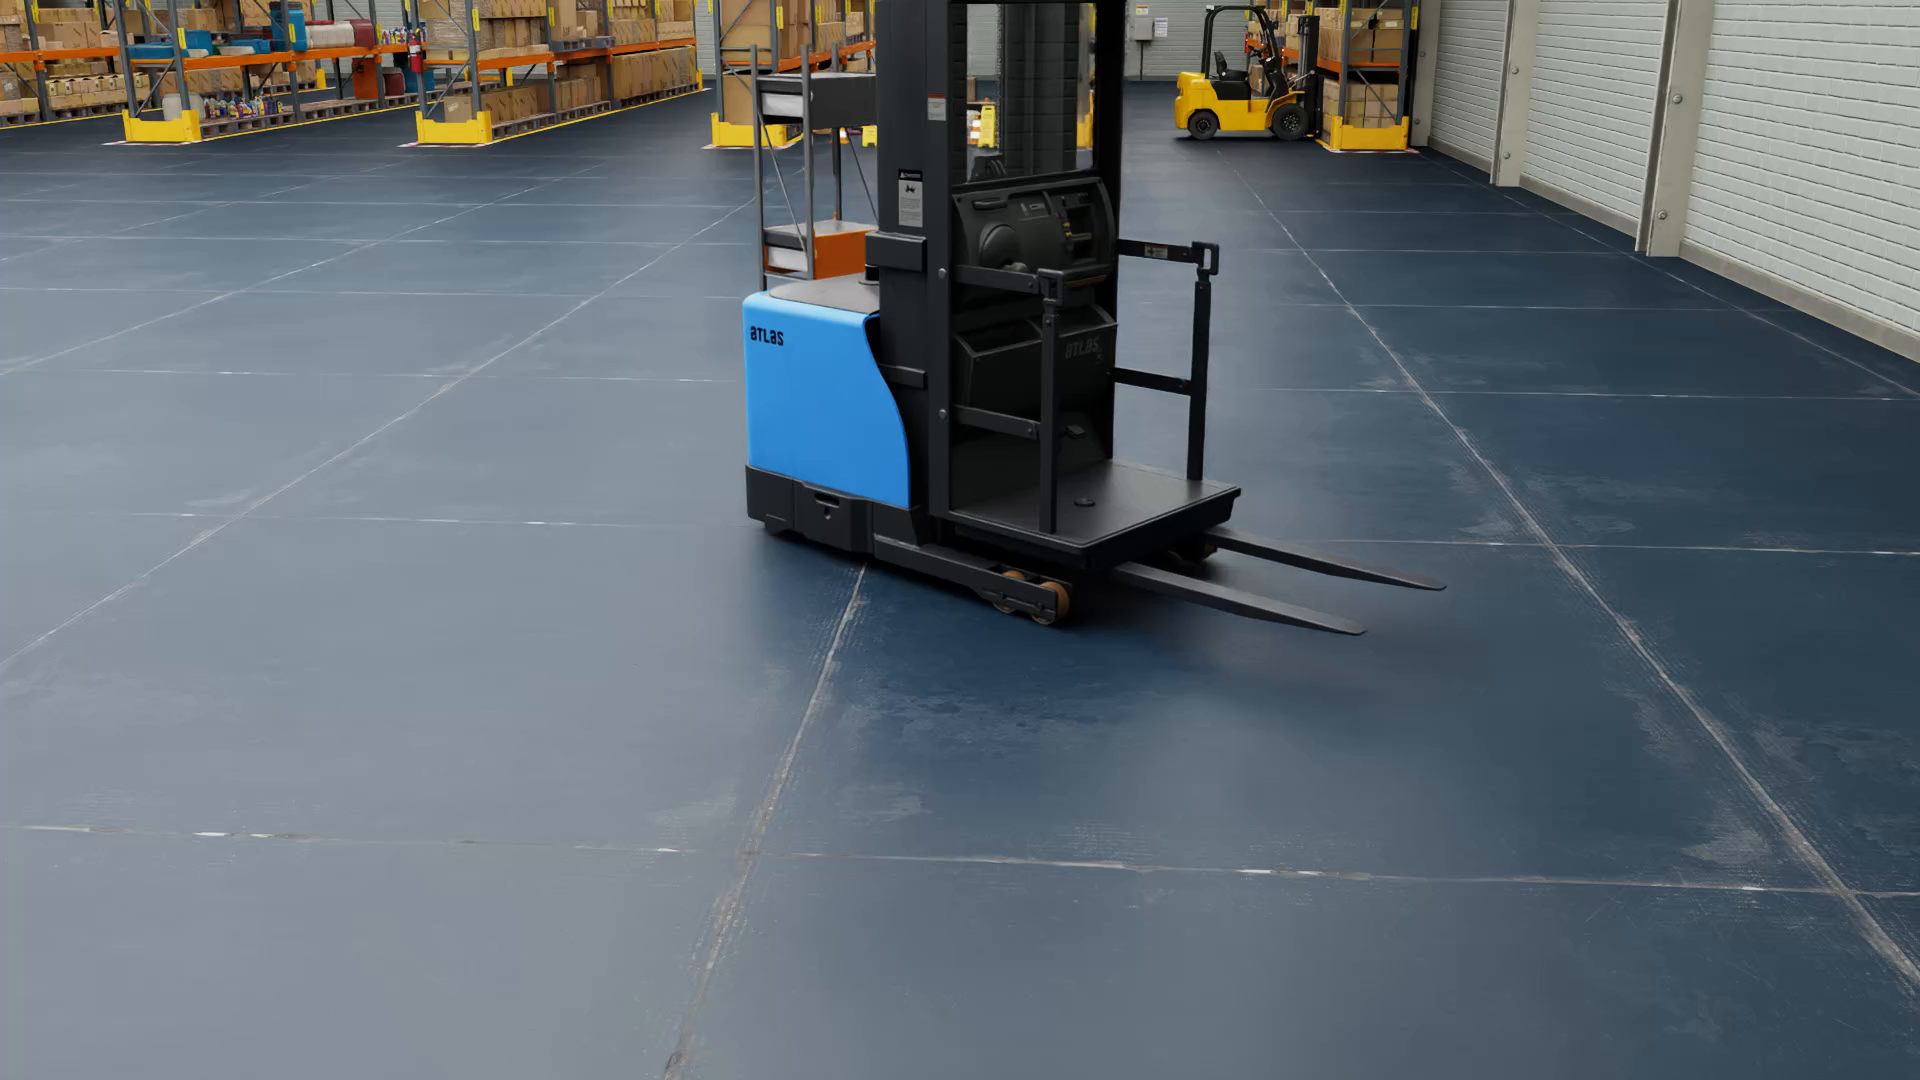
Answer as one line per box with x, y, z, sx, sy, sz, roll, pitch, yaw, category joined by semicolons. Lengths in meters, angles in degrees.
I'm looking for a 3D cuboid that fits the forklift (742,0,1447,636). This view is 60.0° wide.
0.467;-1.249;6.526;3.031;2.935;1.130;16;24;39;forklift

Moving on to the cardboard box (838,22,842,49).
-2.638;-10.075;33.192;0.500;0.500;0.500;1;18;4;cardboard box

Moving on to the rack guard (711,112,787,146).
-3.412;-6.648;26.909;1.175;0.500;0.348;1;18;4;rack guard

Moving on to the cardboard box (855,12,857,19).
-2.463;-11.483;36.423;0.380;0.149;0.250;1;18;2;cardboard box

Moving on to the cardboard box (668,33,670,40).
-7.083;-11.923;39.396;0.380;0.149;0.250;1;18;2;cardboard box

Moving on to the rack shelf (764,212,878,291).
-0.642;-1.271;7.973;0.480;0.518;0.431;-17;25;-42;rack shelf

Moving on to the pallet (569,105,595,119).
-7.924;-8.525;33.100;1.003;0.211;1.213;1;18;4;pallet

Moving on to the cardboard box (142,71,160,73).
-17.824;-10.009;36.461;0.500;0.500;0.500;2;18;6;cardboard box

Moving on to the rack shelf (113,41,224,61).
-17.514;-10.972;37.245;1.077;0.370;4.000;1;18;4;rack shelf

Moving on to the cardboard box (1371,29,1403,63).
6.798;-7.850;26.402;0.500;0.500;0.500;2;18;6;cardboard box

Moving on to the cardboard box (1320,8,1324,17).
6.394;-9.061;28.580;0.380;0.149;0.250;2;18;5;cardboard box

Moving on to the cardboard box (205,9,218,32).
-17.628;-12.040;38.514;0.700;0.500;0.500;-5;19;-15;cardboard box

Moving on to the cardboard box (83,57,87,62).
-22.237;-12.116;41.880;0.380;0.149;0.250;2;18;5;cardboard box

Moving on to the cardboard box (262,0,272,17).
-16.982;-12.917;40.261;0.500;0.500;0.500;1;18;2;cardboard box

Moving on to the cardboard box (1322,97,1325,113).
6.271;-7.260;27.700;0.500;0.250;0.500;1;18;3;cardboard box

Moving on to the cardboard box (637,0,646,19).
-7.528;-12.038;37.573;0.797;0.503;0.637;1;18;2;cardboard box

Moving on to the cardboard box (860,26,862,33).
-2.399;-11.442;37.254;0.380;0.149;0.250;1;18;4;cardboard box

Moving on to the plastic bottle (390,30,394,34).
-12.758;-11.338;37.407;0.152;0.276;0.135;1;18;4;plastic bottle

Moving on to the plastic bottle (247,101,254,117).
-12.803;-7.765;29.979;0.097;0.271;0.097;0;18;0;plastic bottle

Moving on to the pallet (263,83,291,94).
-17.236;-11.203;41.274;1.003;0.211;1.213;1;18;4;pallet

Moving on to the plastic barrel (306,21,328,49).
-12.664;-9.923;32.671;0.433;0.535;0.433;0;18;0;plastic barrel

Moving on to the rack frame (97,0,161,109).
-17.657;-10.692;35.238;1.000;3.000;0.127;1;18;4;rack frame

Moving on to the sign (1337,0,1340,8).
7.613;-10.678;33.335;0.100;0.325;0.005;1;18;4;sign

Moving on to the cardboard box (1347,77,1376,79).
6.859;-7.793;28.526;0.500;0.250;0.500;1;18;4;cardboard box

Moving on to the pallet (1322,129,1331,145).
6.498;-6.568;27.129;1.003;0.211;1.213;1;18;4;pallet

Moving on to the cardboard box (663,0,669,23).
-7.158;-12.435;39.114;0.500;0.500;0.500;1;18;4;cardboard box

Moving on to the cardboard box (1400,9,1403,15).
6.804;-8.333;26.355;0.380;0.149;0.250;2;18;6;cardboard box

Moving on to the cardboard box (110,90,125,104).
-17.524;-9.100;34.120;0.500;0.250;0.500;2;18;5;cardboard box

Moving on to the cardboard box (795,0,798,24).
-3.284;-9.218;28.764;0.875;0.550;0.550;1;18;4;cardboard box

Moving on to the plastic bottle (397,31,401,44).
-12.262;-10.969;36.289;0.097;0.271;0.097;0;18;0;plastic bottle

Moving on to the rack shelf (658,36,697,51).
-7.347;-11.992;40.358;1.077;0.370;4.000;1;18;4;rack shelf

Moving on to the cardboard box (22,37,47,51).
-17.952;-9.533;31.939;0.500;0.250;0.500;2;18;7;cardboard box

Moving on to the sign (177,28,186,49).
-12.742;-8.214;27.229;0.100;0.325;0.005;1;18;4;sign

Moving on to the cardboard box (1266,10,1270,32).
7.051;-11.323;36.326;0.700;0.500;0.500;1;18;5;cardboard box

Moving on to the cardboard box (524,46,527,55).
-7.947;-8.727;29.641;0.380;0.149;0.250;1;18;4;cardboard box

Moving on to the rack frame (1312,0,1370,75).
6.772;-8.897;29.758;1.000;3.000;0.127;1;18;4;rack frame

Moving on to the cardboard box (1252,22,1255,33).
7.262;-12.245;39.739;0.500;0.250;0.500;1;18;3;cardboard box

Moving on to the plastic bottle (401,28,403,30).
-12.882;-11.663;38.388;0.061;0.283;0.133;1;18;4;plastic bottle

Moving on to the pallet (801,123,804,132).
-3.256;-7.526;30.053;1.003;0.211;1.213;1;18;4;pallet

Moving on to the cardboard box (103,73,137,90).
-17.480;-9.522;34.507;0.500;0.311;0.500;1;18;3;cardboard box

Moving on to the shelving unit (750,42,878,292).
-0.642;-1.284;7.969;0.503;2.100;0.431;-17;25;-42;shelving unit

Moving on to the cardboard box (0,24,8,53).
-18.001;-9.196;30.509;0.700;0.500;0.500;1;18;3;cardboard box

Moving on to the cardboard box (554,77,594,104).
-7.832;-9.110;33.717;0.700;0.500;0.500;0;18;-1;cardboard box

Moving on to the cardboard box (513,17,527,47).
-8.164;-8.966;29.331;0.875;0.500;0.500;1;18;4;cardboard box

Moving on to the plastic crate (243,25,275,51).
-13.274;-9.526;31.575;0.402;0.464;0.583;1;18;4;plastic crate

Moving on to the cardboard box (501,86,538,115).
-8.132;-8.116;30.715;0.500;0.500;0.500;1;18;2;cardboard box

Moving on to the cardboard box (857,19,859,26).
-2.435;-11.420;36.709;0.380;0.149;0.250;1;18;2;cardboard box

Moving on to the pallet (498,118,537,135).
-8.161;-7.313;29.404;1.003;0.211;1.213;1;18;4;pallet
